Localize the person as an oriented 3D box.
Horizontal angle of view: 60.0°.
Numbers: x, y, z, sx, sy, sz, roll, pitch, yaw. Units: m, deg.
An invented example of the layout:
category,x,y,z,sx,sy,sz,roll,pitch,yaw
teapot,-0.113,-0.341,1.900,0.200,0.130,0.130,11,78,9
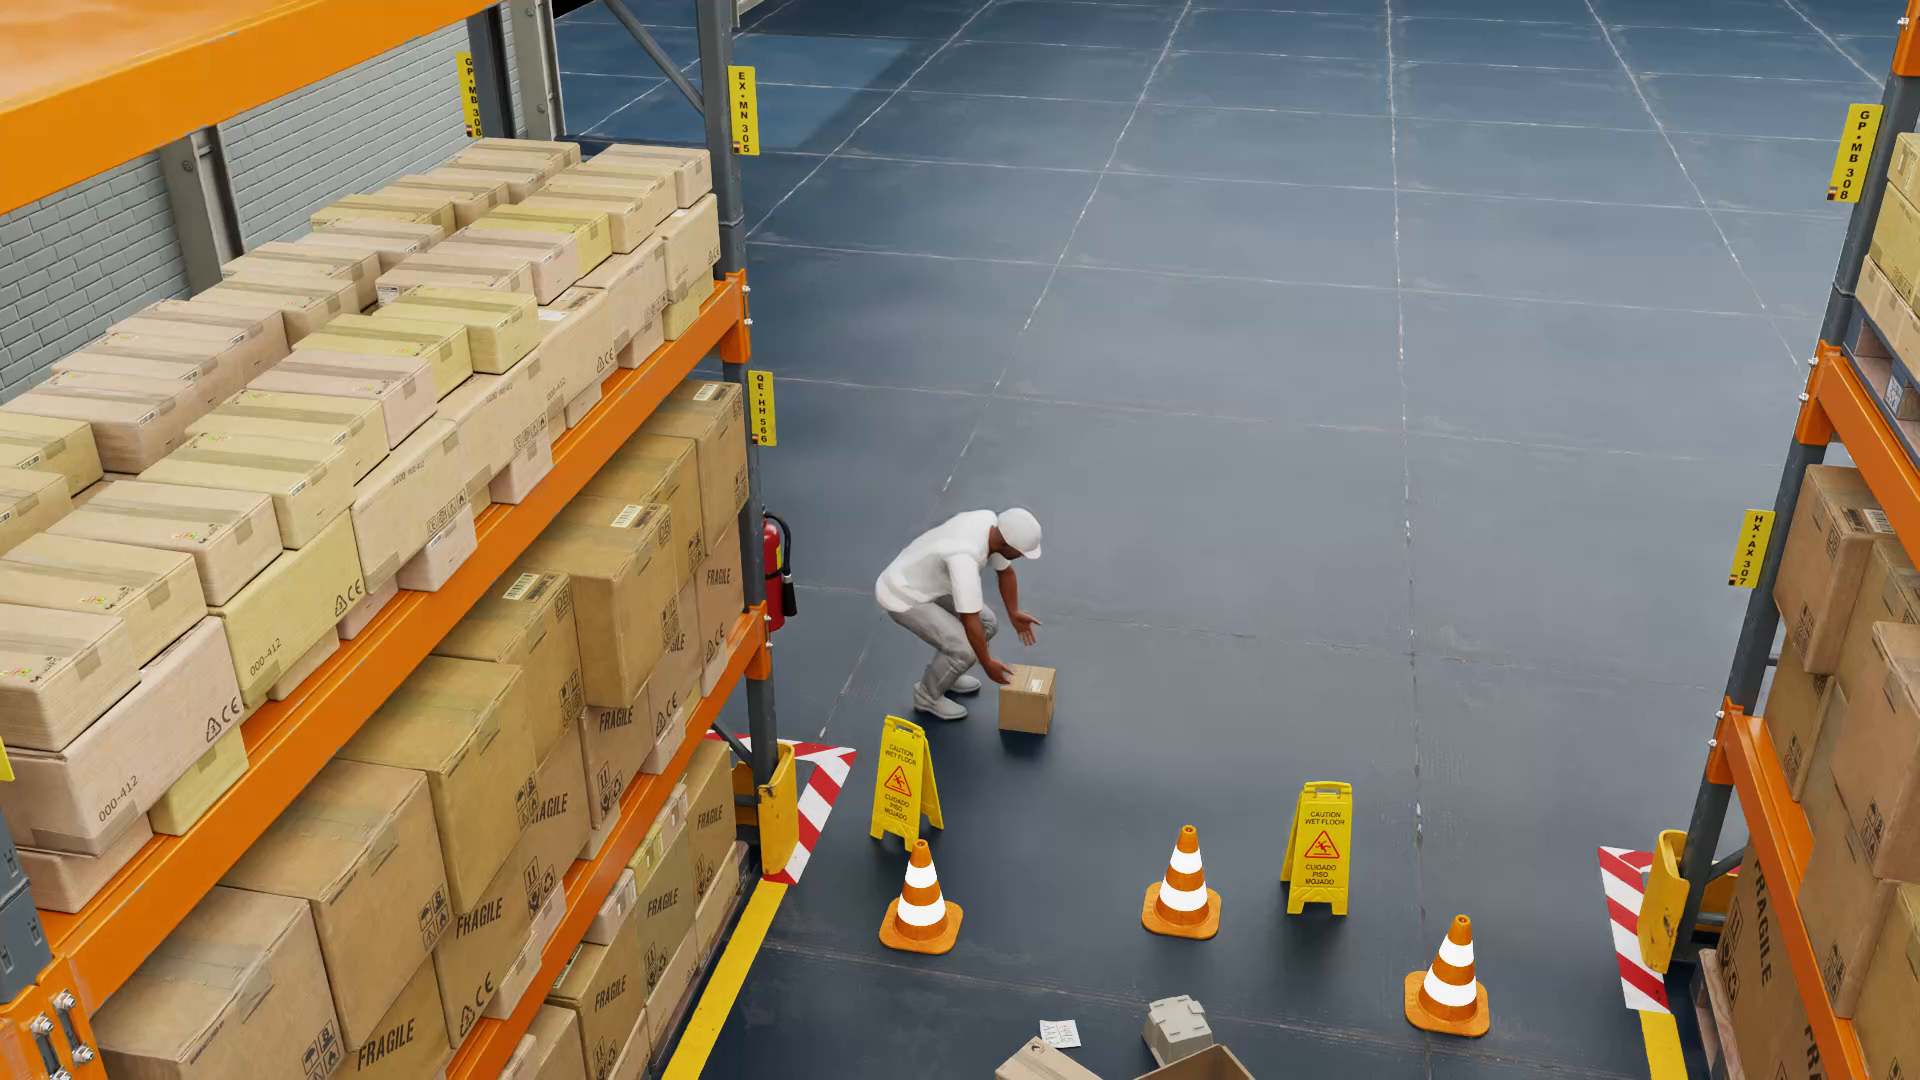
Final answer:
category,x,y,z,sx,sy,sz,roll,pitch,yaw
person,0.006,0.318,8.612,0.847,1.196,0.619,12,31,21
